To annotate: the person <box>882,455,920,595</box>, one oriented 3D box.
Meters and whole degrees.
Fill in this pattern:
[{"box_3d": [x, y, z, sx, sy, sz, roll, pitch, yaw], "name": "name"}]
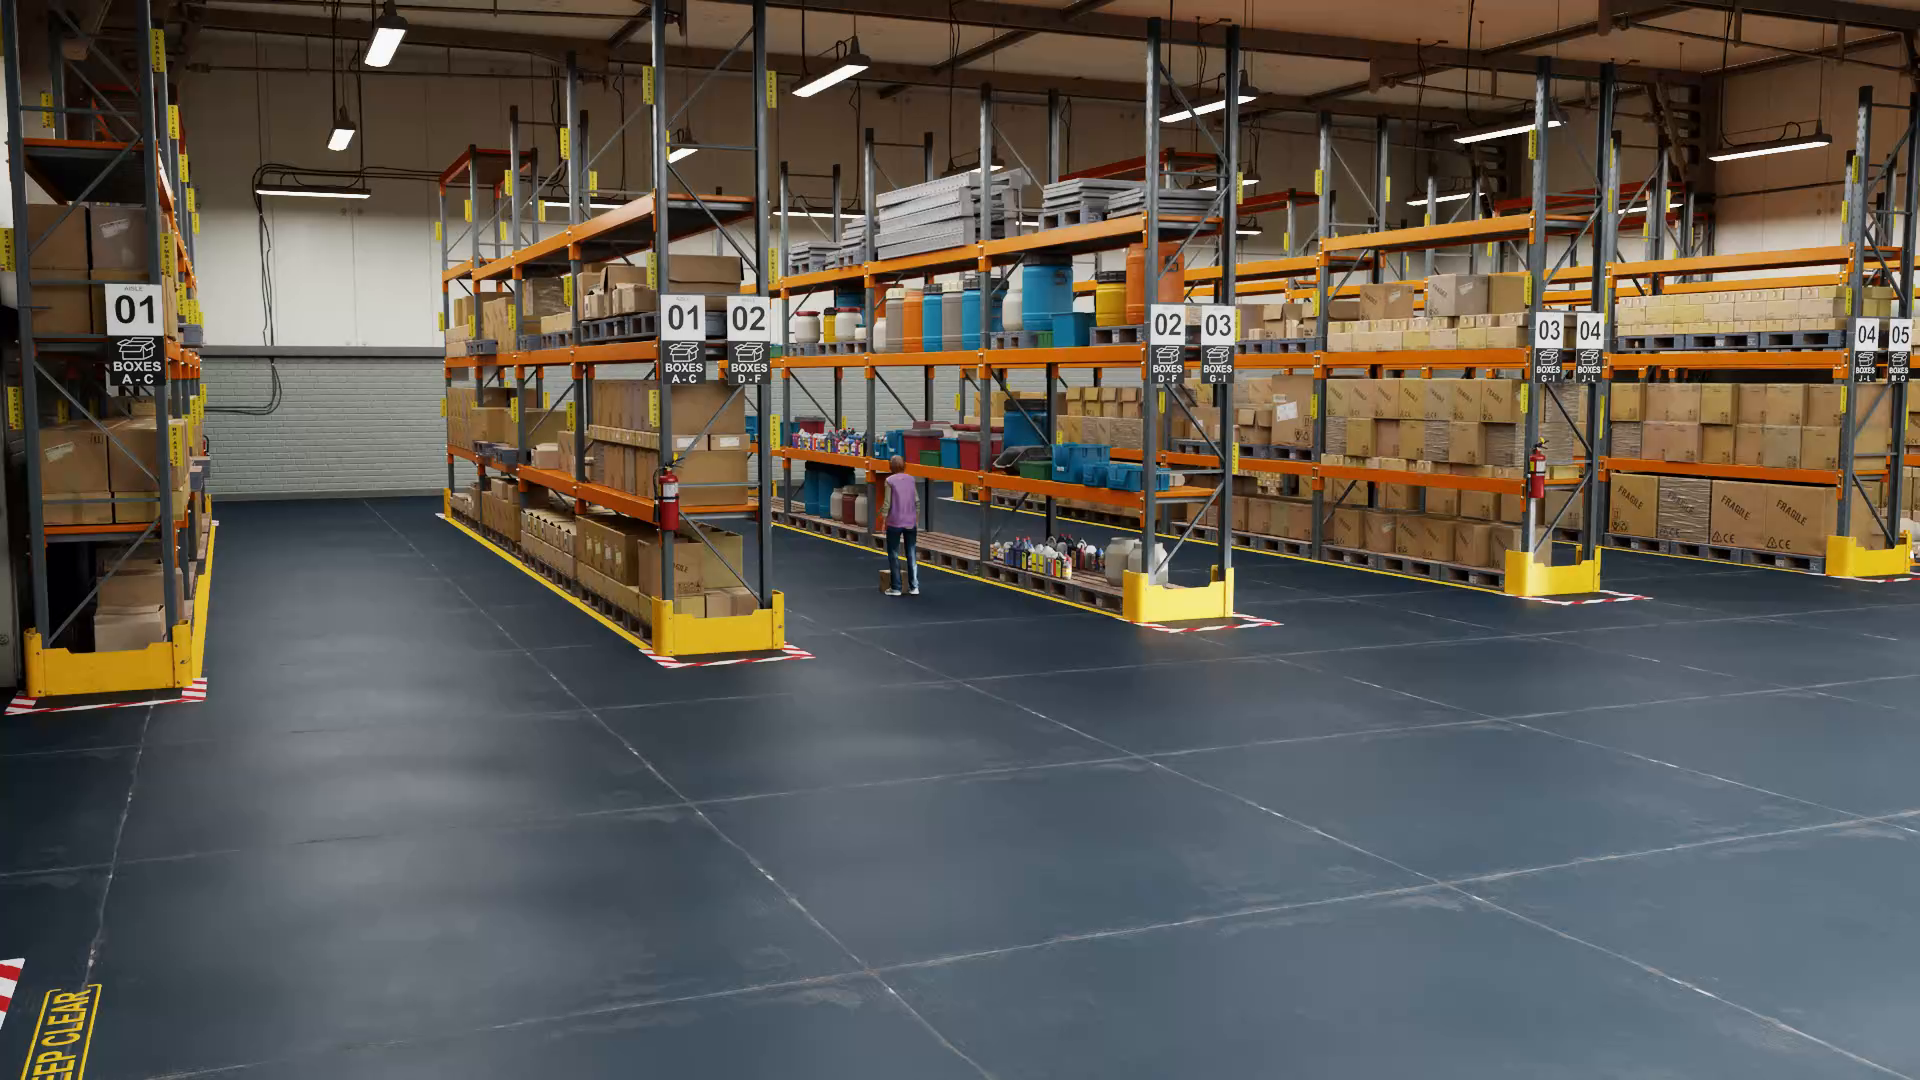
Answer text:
[{"box_3d": [-0.671, -0.165, 18.899, 0.468, 1.593, 0.350, -3, 6, -24], "name": "person"}]
